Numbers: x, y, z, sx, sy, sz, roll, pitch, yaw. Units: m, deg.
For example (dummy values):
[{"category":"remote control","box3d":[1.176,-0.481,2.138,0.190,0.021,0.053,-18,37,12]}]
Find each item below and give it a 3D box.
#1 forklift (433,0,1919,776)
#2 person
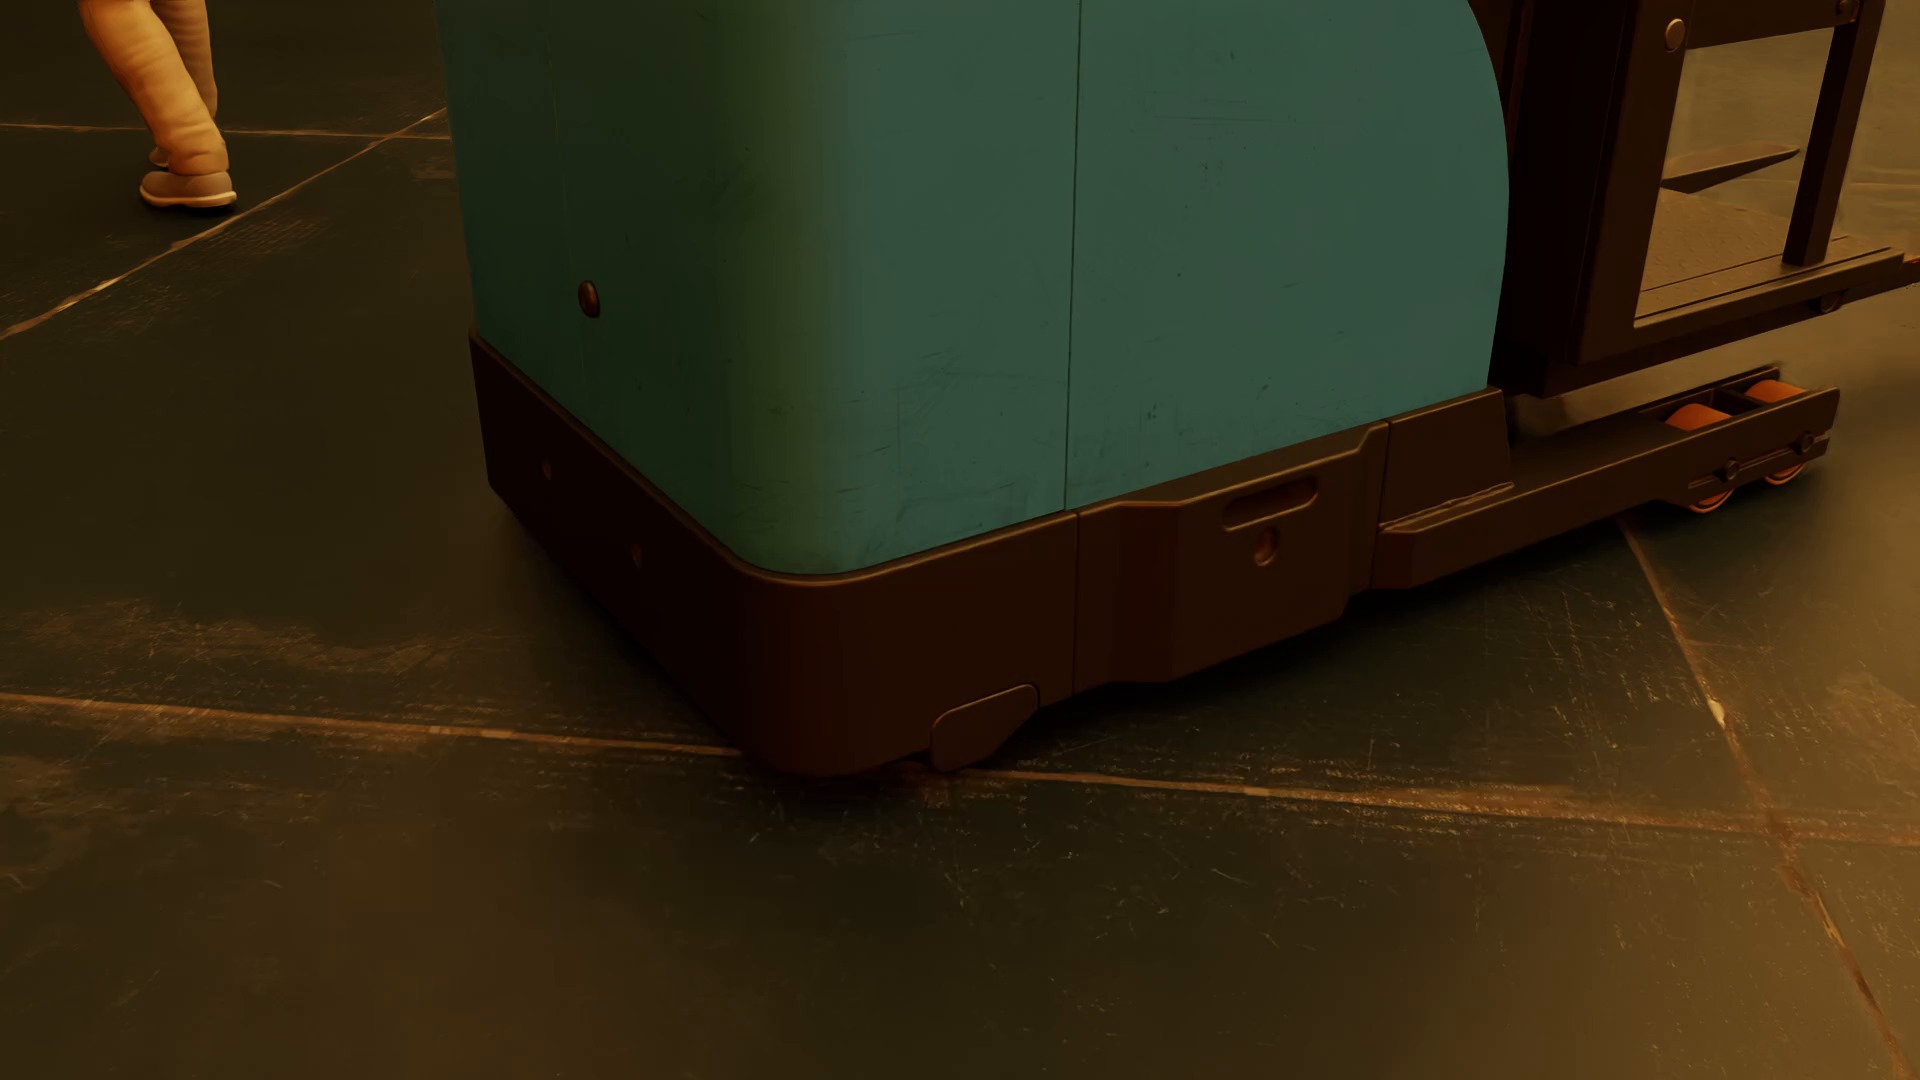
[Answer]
[{"category":"forklift","box3d":[0.799,-1.534,2.292,3.031,2.935,1.130,-16,31,-29]},{"category":"person","box3d":[-2.020,-1.694,4.025,0.737,1.715,0.989,18,32,32]}]
